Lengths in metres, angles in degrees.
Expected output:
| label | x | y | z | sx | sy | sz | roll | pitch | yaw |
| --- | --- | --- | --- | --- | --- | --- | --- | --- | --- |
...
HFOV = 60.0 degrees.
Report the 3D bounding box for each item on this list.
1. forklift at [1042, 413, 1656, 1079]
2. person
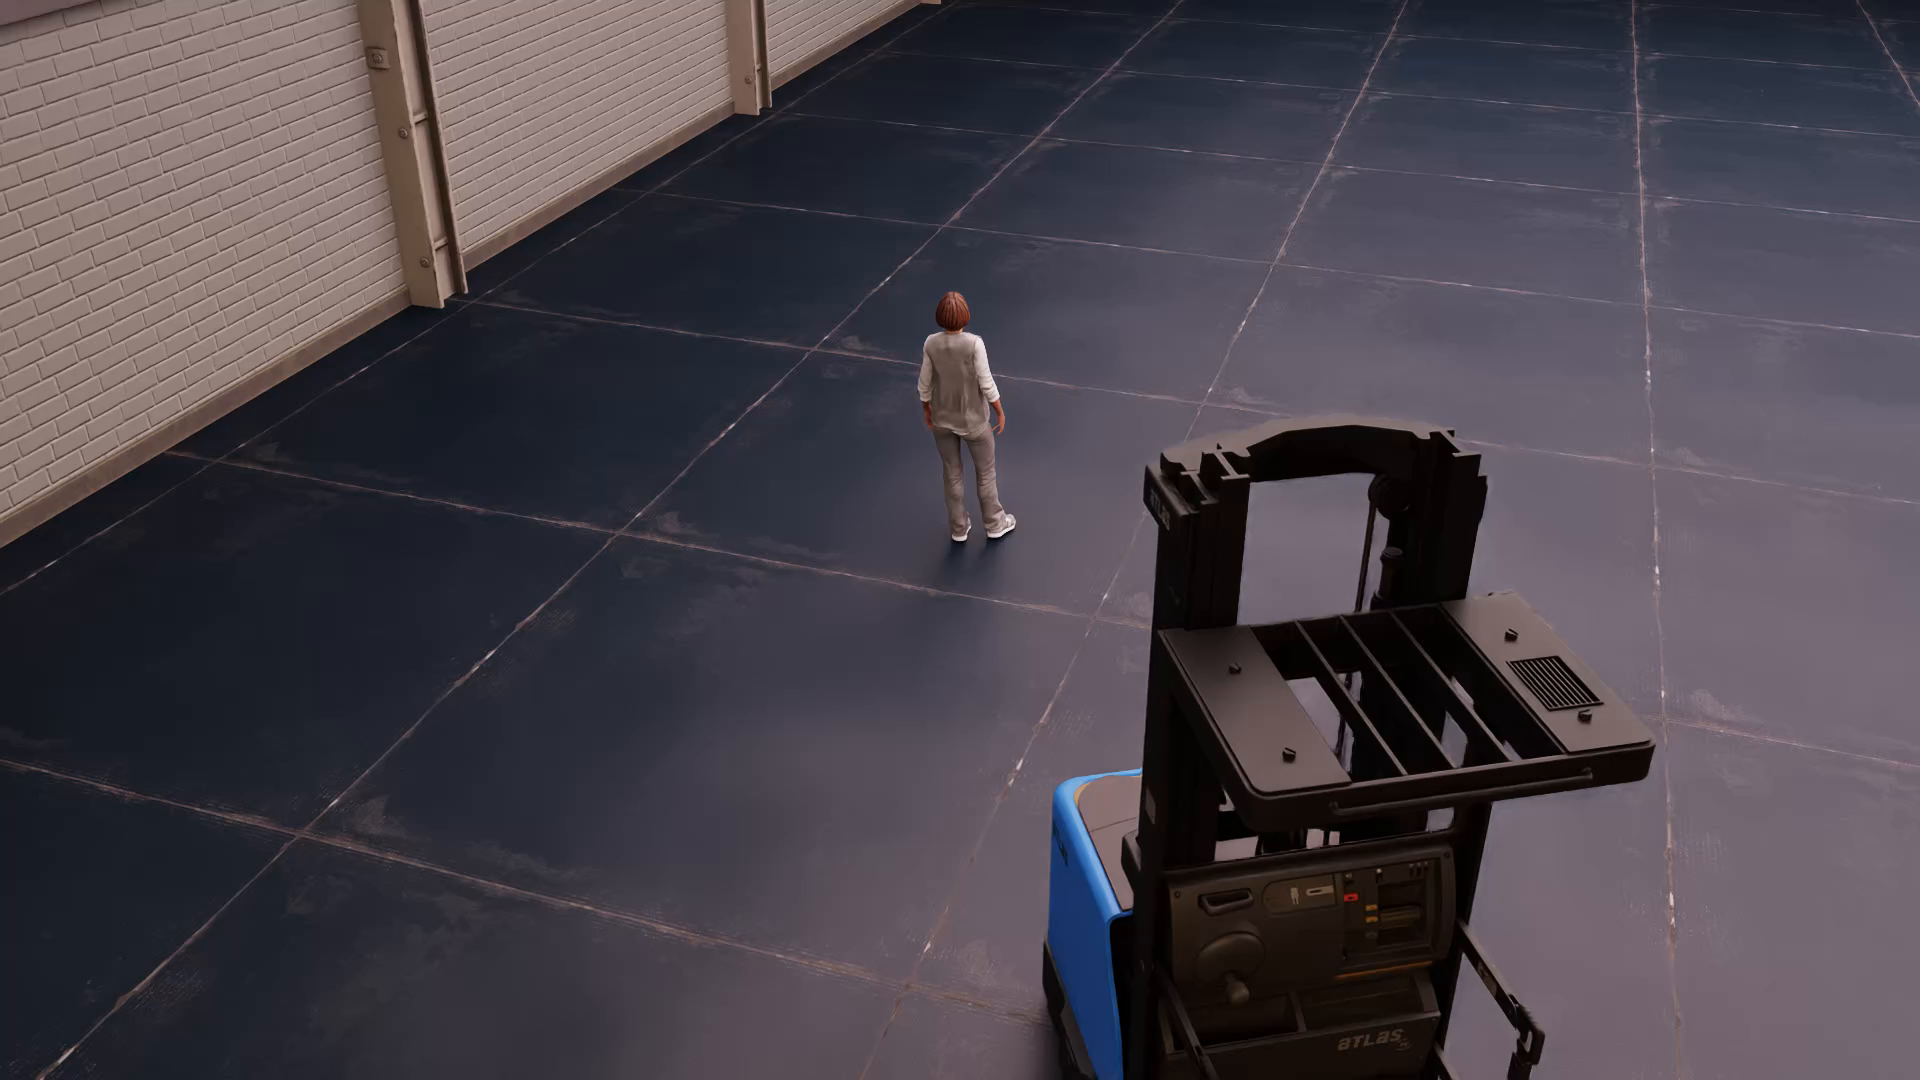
| label | x | y | z | sx | sy | sz | roll | pitch | yaw |
| --- | --- | --- | --- | --- | --- | --- | --- | --- | --- |
| forklift | 1.141 | 1.236 | 4.969 | 1.130 | 2.935 | 3.031 | -6 | 30 | -10 |
| person | 0.037 | -0.732 | 9.753 | 0.520 | 1.597 | 0.475 | 10 | 31 | 16 |
